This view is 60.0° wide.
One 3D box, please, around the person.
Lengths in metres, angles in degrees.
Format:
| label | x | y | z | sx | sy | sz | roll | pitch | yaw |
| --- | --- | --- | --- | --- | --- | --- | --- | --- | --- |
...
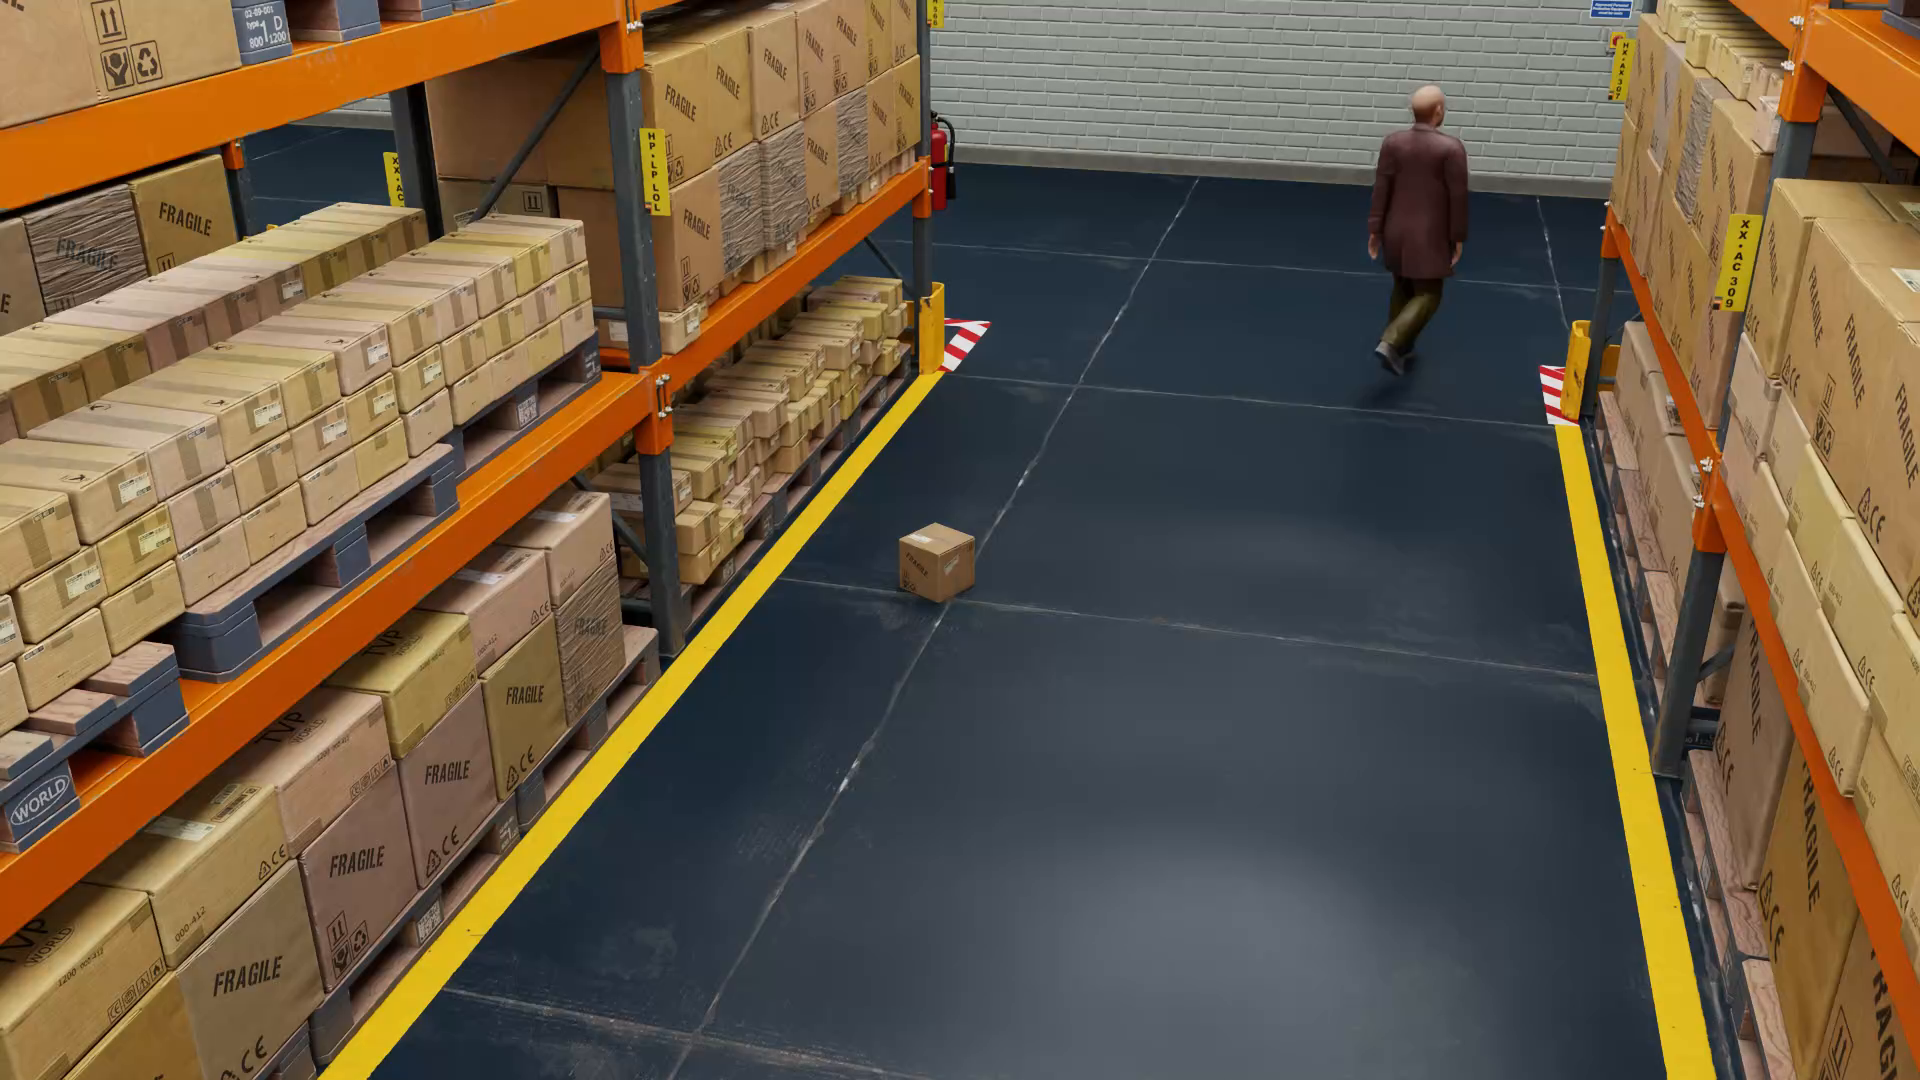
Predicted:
| label | x | y | z | sx | sy | sz | roll | pitch | yaw |
| --- | --- | --- | --- | --- | --- | --- | --- | --- | --- |
| person | 2.755 | -1.847 | 10.071 | 0.631 | 1.763 | 0.851 | 21 | 32 | 38 |
